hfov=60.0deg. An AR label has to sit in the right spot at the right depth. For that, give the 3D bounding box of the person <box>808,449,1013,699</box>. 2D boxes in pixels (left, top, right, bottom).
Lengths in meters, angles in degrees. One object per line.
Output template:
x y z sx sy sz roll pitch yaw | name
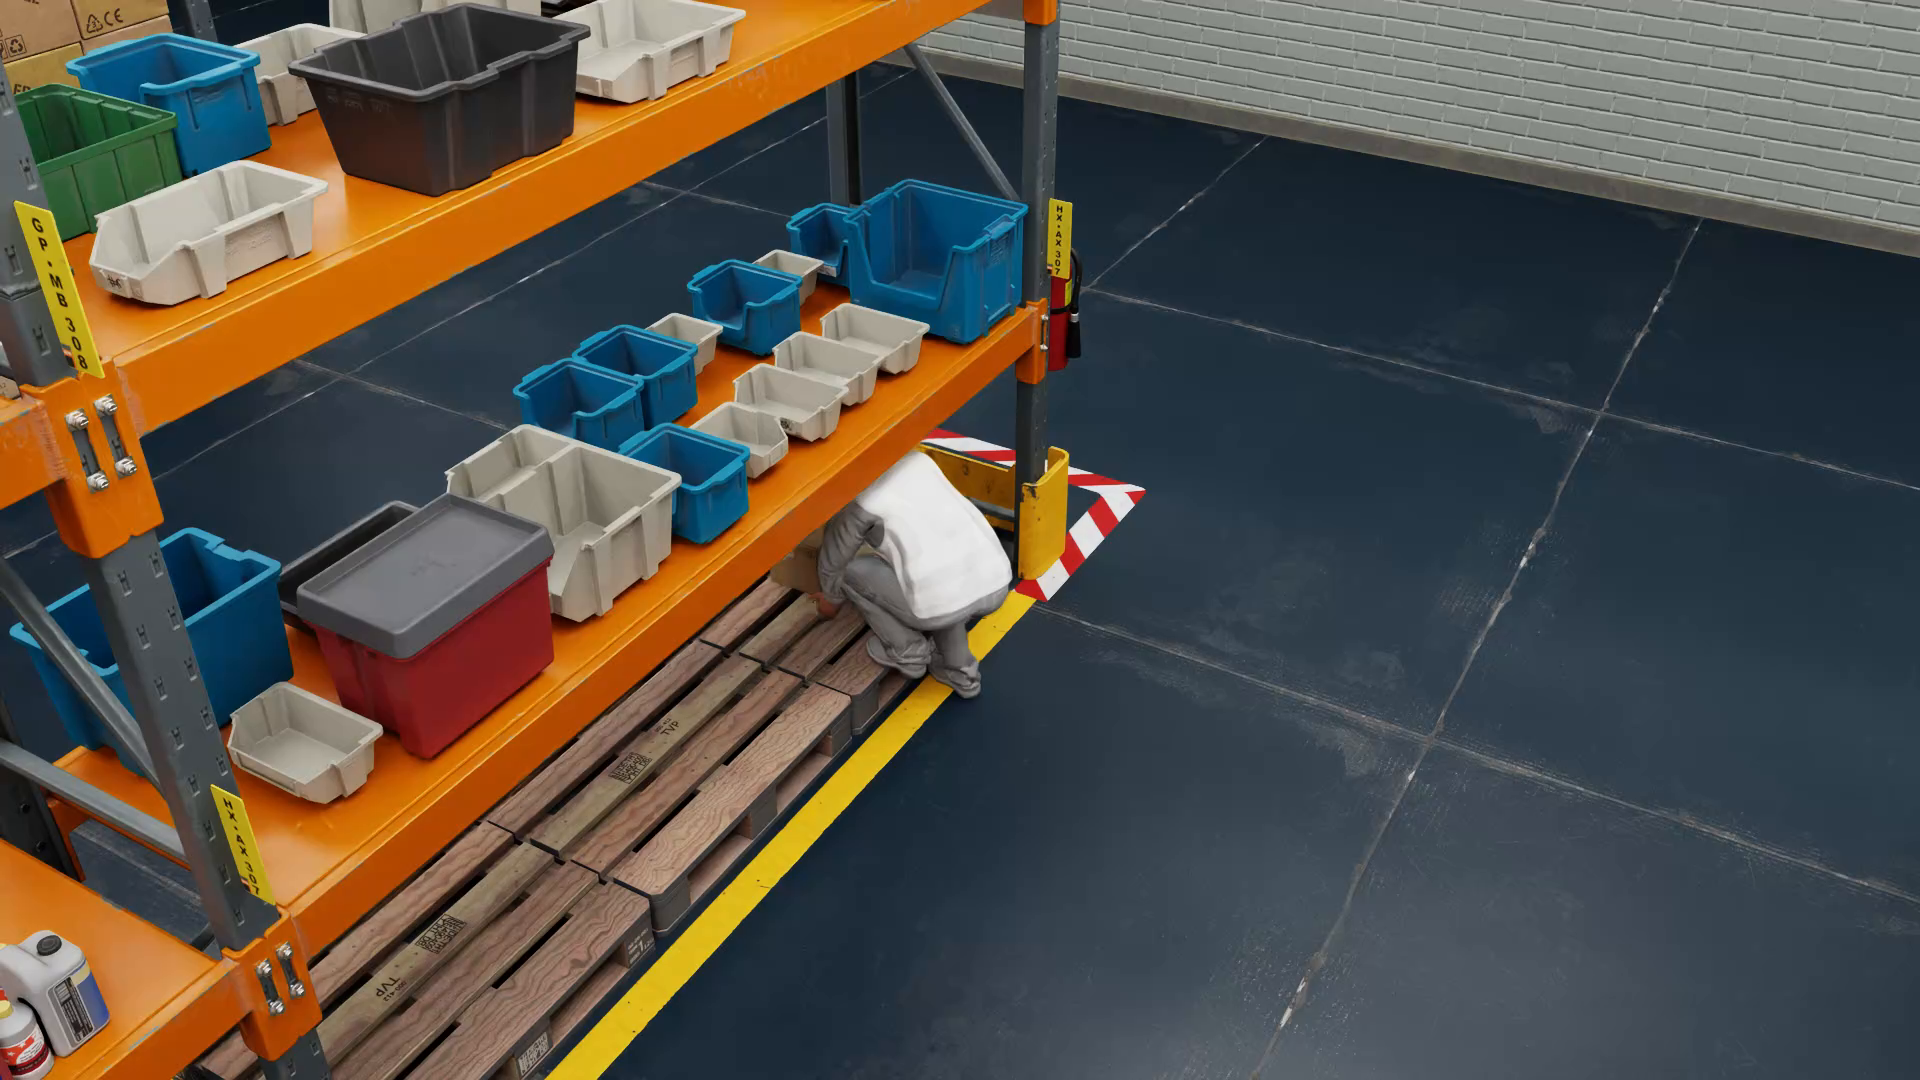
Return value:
-0.228 0.120 6.492 0.568 1.161 0.874 -28 43 -35 | person
